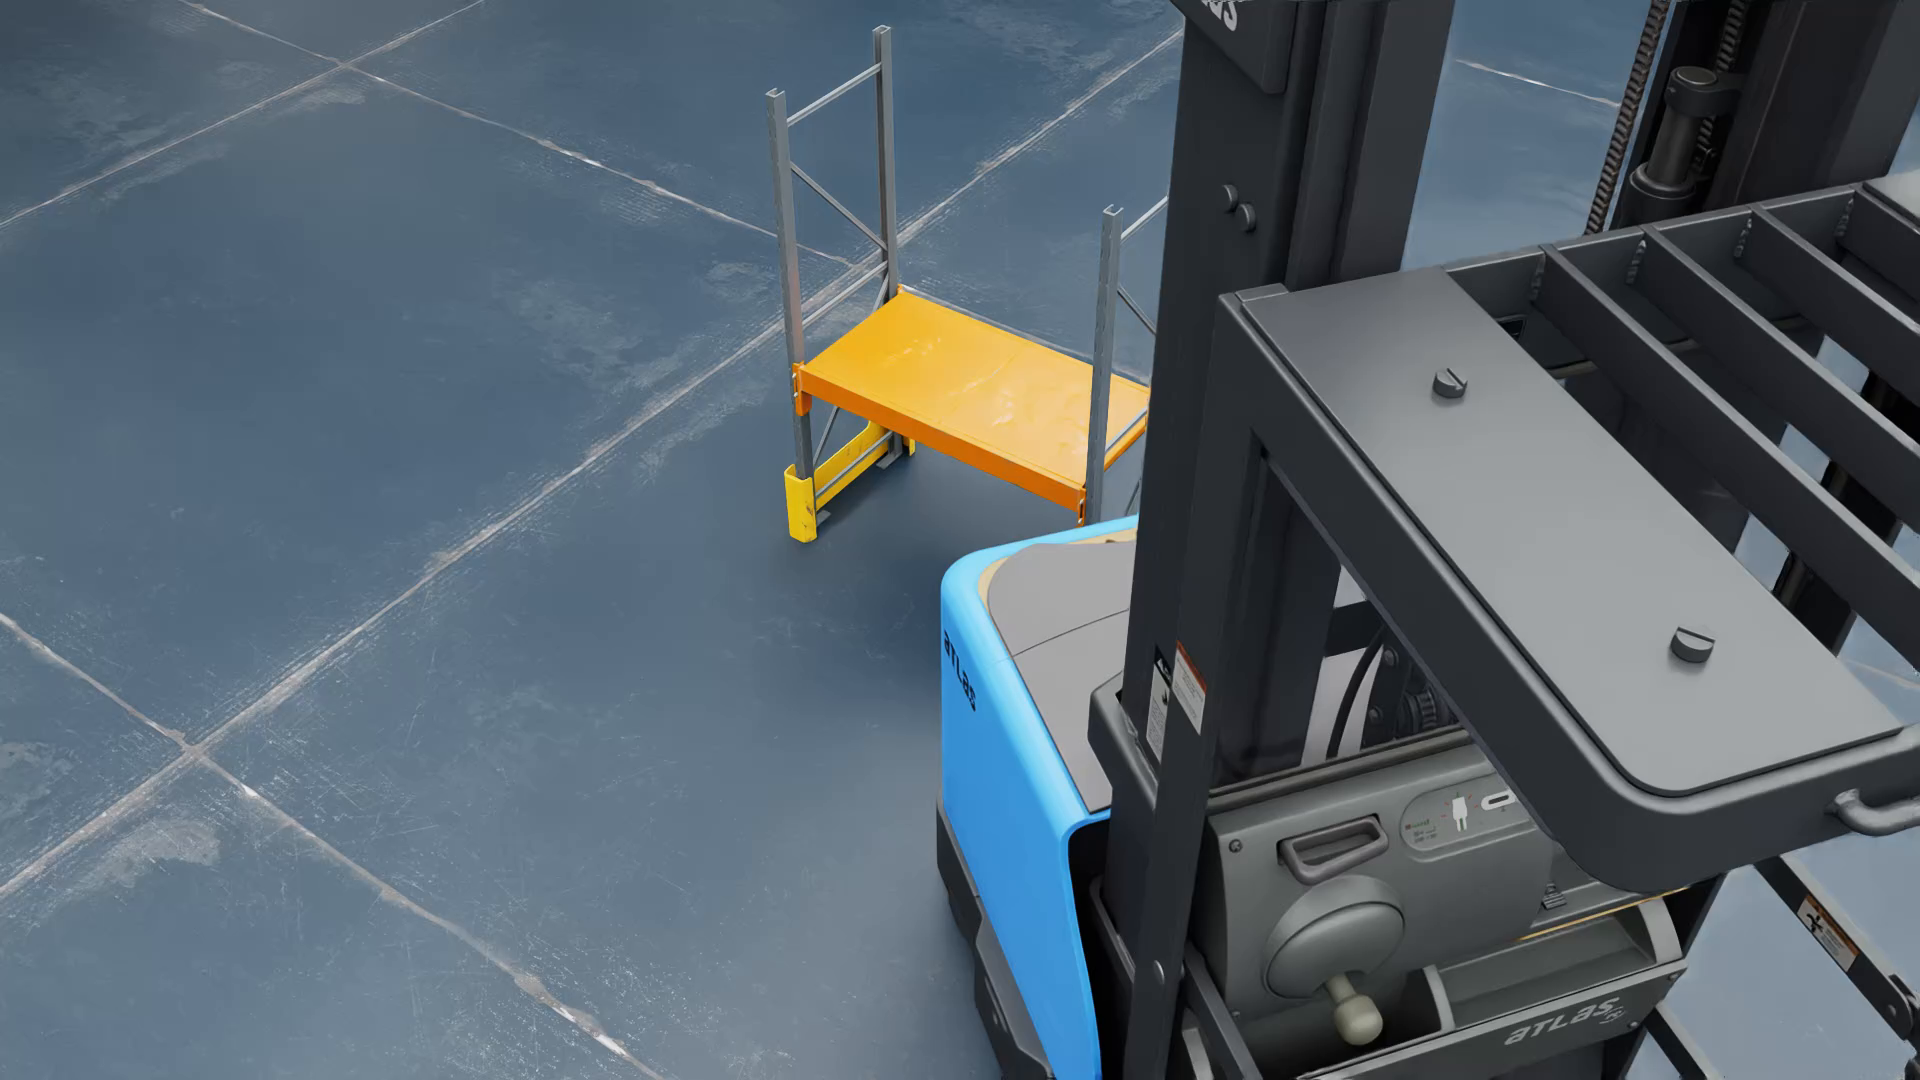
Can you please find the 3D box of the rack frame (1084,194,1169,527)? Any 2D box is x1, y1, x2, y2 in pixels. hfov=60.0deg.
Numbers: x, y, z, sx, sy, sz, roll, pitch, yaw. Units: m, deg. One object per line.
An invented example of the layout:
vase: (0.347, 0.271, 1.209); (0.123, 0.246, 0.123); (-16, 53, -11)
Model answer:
rack frame: (0.486, -0.332, 4.496); (0.032, 1.500, 0.500); (25, 48, 25)

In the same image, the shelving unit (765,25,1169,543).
shelving unit: (0.062, -0.530, 4.717); (1.083, 1.500, 0.587); (25, 48, 25)

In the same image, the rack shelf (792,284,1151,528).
rack shelf: (0.070, -0.392, 4.833); (1.000, 0.185, 0.538); (25, 48, 25)

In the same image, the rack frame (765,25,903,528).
rack frame: (-0.346, -0.721, 4.931); (0.032, 1.500, 0.500); (25, 48, 25)

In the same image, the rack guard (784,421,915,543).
rack guard: (-0.345, -0.255, 5.347); (0.087, 0.250, 0.587); (25, 48, 25)

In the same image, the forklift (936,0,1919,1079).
forklift: (0.892, 0.576, 2.409); (1.130, 2.935, 3.031); (-13, 43, -14)
